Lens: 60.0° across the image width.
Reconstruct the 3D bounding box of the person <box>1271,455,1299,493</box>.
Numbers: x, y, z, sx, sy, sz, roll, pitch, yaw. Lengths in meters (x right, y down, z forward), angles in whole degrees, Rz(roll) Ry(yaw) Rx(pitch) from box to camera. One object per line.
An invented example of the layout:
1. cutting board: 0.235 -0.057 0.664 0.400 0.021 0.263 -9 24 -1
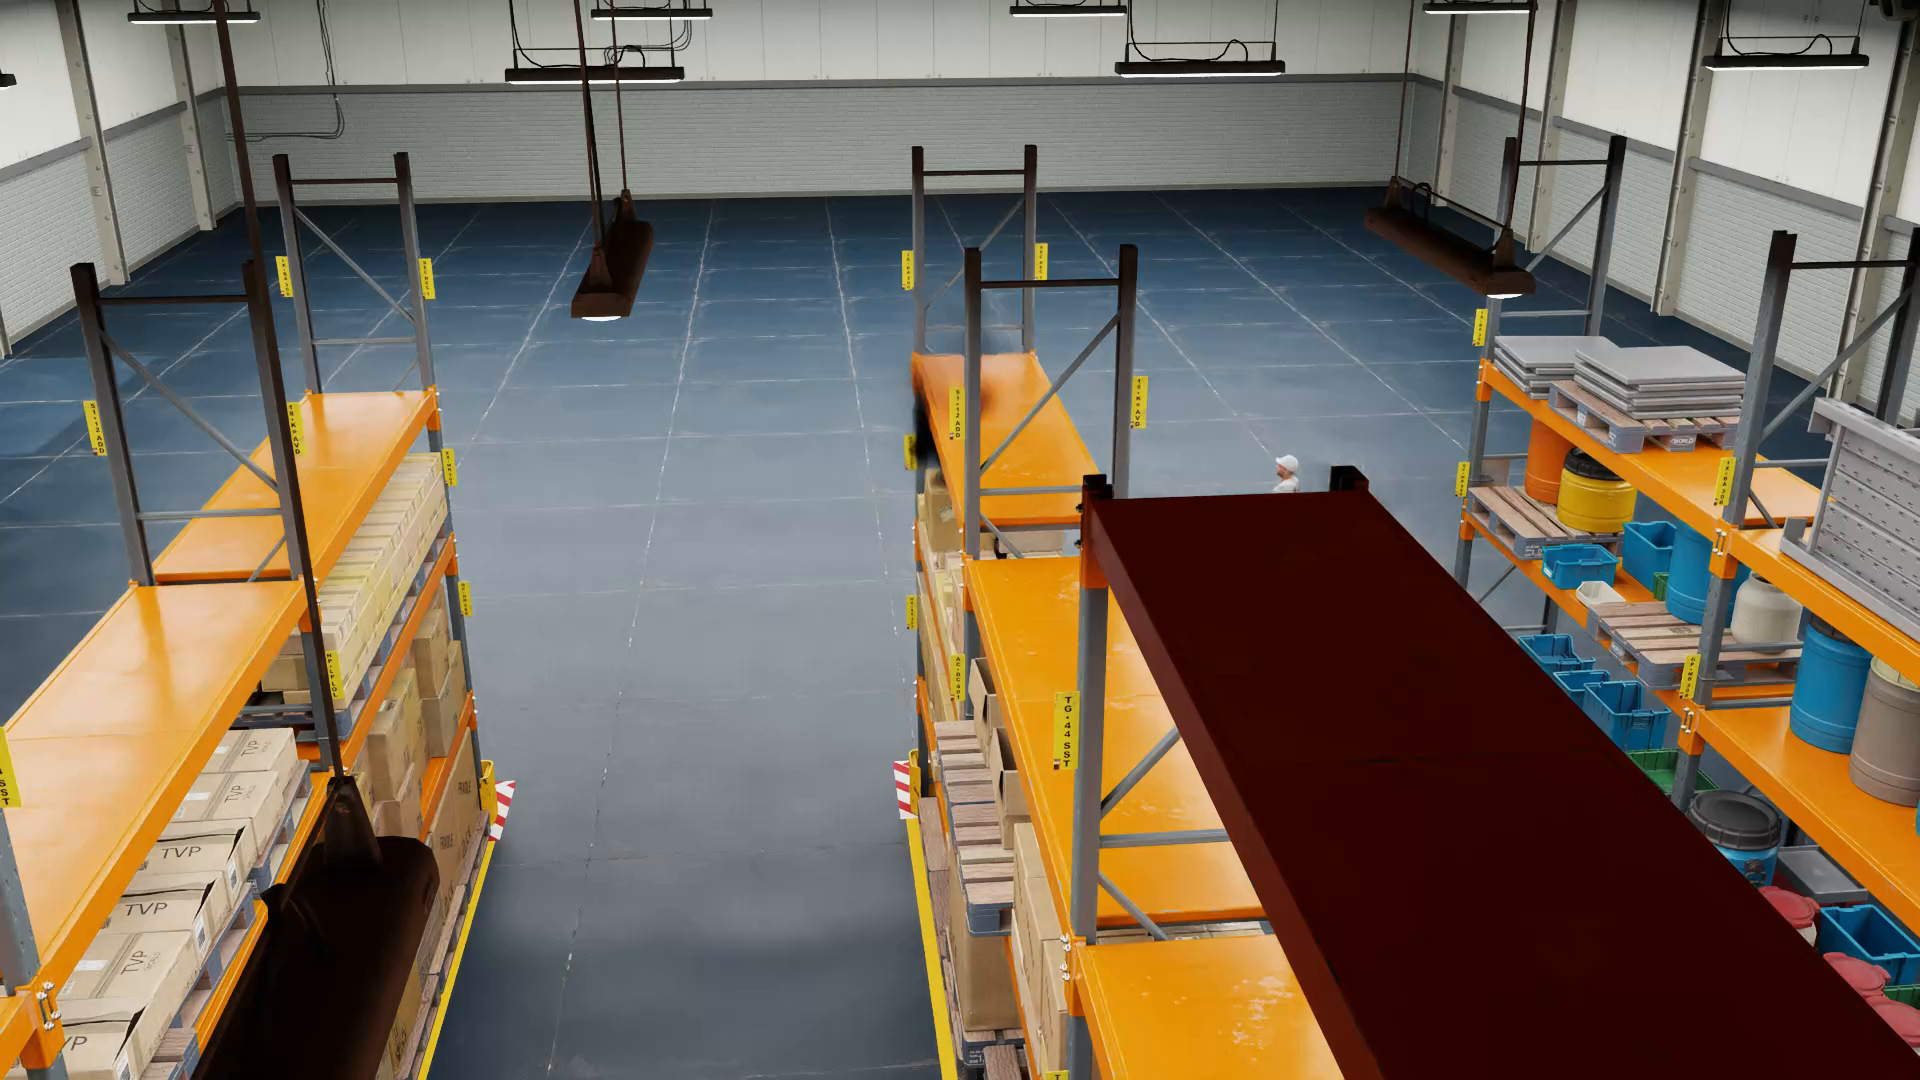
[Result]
1. person: 3.724 -0.179 19.694 0.578 1.741 0.644 9 23 20
